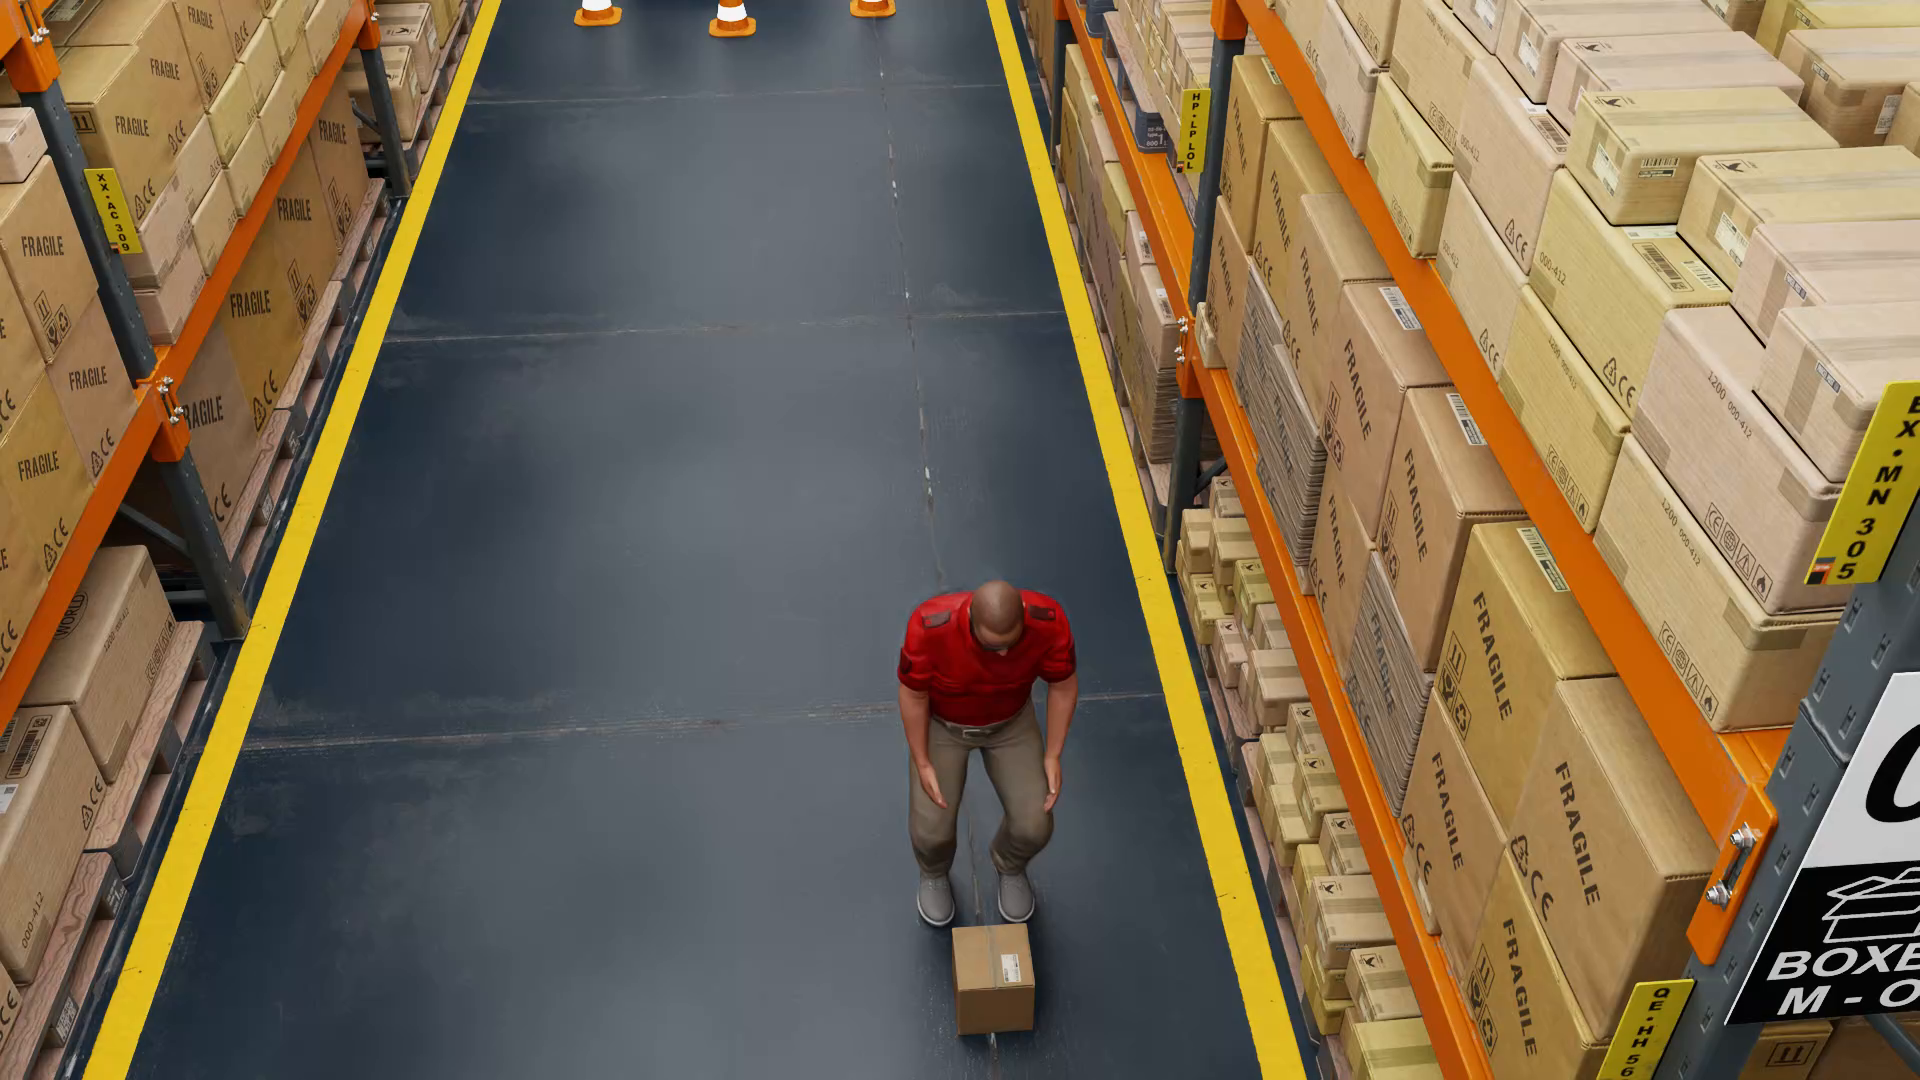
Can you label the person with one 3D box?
[{"bbox_3d":[0.088,0.646,5.489,0.578,1.588,0.550,-3,39,-4],"label":"person"}]
